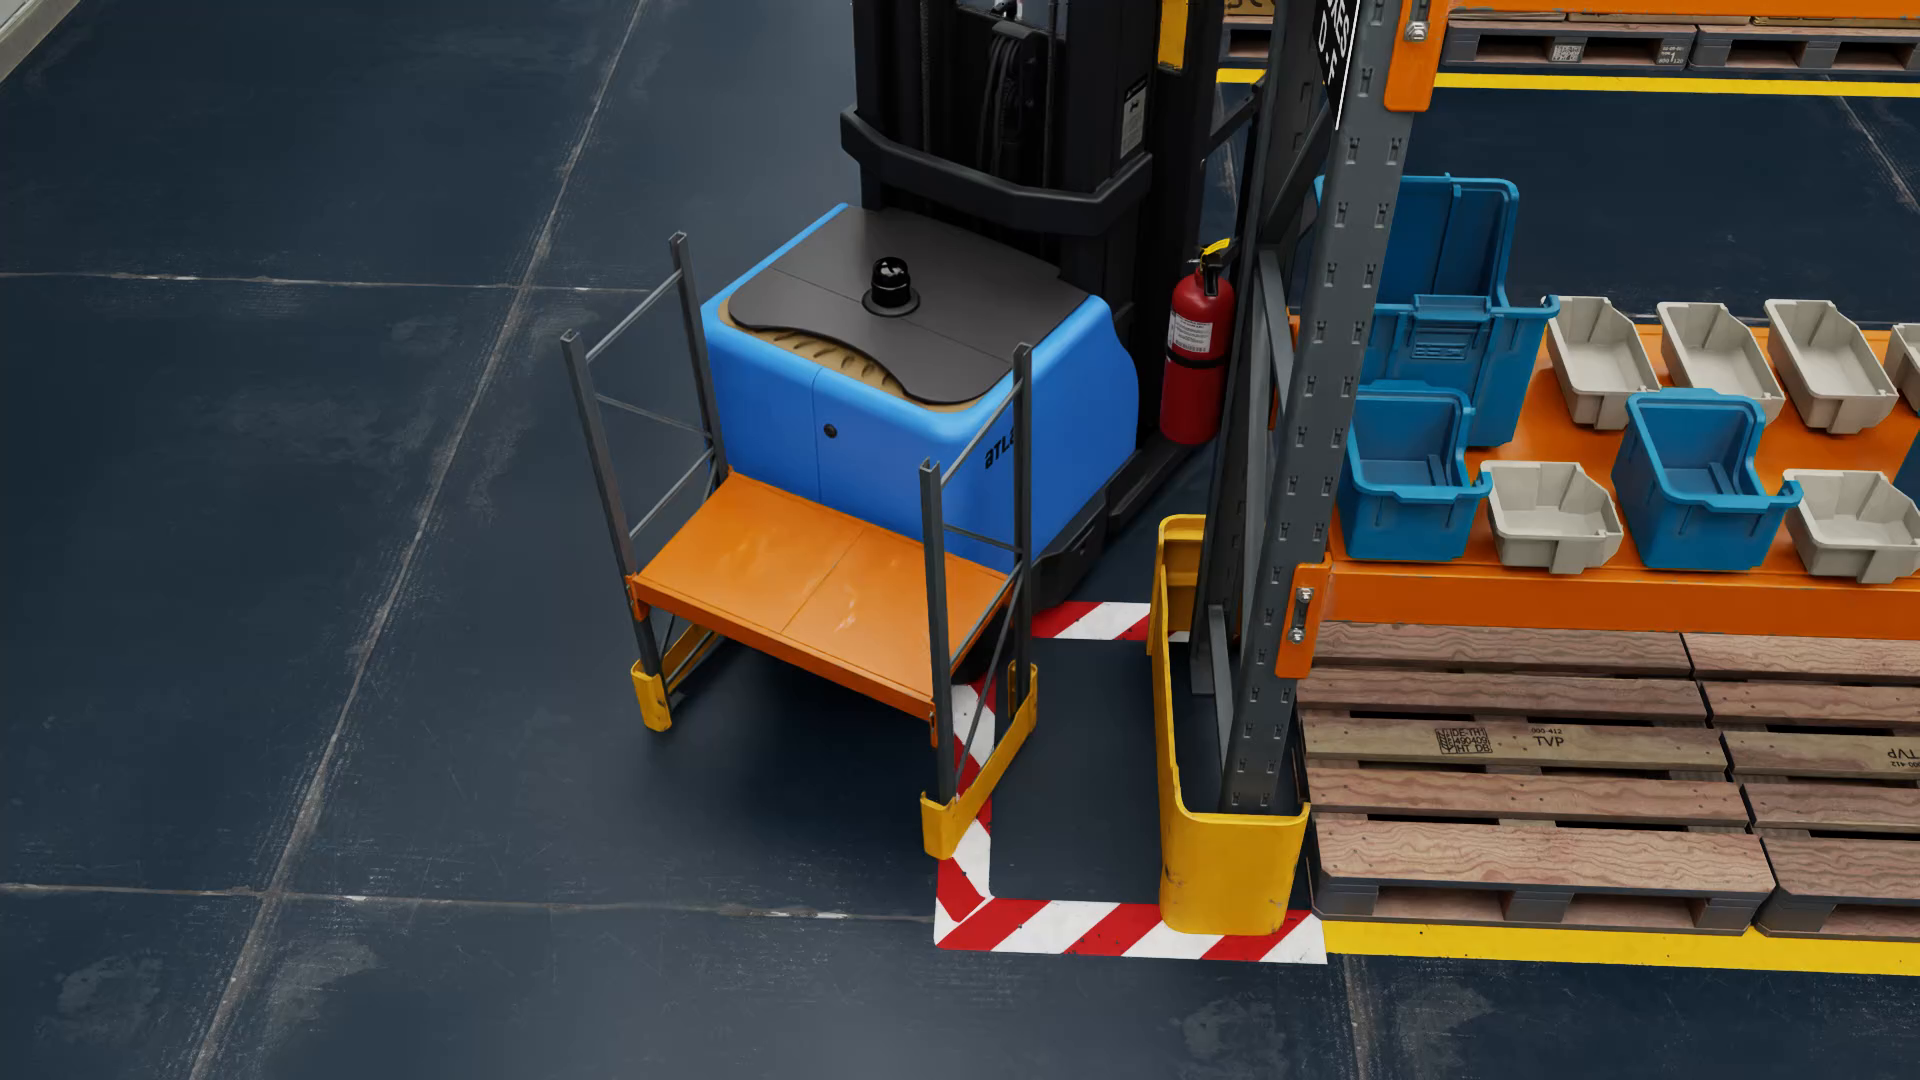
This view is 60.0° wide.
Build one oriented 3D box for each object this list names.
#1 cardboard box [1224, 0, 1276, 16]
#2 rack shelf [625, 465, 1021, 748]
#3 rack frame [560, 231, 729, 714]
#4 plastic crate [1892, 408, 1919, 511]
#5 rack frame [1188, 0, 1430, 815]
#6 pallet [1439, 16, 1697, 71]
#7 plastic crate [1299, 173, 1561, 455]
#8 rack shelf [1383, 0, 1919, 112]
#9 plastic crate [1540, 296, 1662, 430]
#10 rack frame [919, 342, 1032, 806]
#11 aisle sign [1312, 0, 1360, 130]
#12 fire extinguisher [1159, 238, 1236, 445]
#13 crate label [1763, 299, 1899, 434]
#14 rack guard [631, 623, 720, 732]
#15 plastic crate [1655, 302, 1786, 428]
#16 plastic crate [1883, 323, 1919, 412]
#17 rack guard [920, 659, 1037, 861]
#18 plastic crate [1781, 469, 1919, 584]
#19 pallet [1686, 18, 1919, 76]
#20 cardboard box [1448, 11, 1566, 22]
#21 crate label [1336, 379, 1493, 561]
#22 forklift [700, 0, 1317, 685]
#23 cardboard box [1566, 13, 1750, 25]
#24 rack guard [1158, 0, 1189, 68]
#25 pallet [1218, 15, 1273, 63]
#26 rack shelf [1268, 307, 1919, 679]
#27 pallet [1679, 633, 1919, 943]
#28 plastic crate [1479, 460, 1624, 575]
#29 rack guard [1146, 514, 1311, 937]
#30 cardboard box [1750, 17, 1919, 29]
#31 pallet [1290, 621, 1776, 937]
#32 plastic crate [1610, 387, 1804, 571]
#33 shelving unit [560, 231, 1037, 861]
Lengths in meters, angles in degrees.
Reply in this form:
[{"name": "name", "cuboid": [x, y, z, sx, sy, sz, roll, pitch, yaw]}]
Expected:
[{"name": "cardboard box", "cuboid": [1.644, -3.200, 8.235, 0.875, 0.875, 0.875, 2, 43, 2]}, {"name": "rack shelf", "cuboid": [-0.378, 0.165, 4.712, 1.000, 0.185, 0.538, 21, 50, 21]}, {"name": "rack frame", "cuboid": [-0.828, -0.127, 4.763, 0.032, 1.500, 0.500, 21, 50, 21]}, {"name": "plastic crate", "cuboid": [2.325, -0.105, 3.741, 0.300, 0.233, 0.416, 2, 43, 2]}, {"name": "rack frame", "cuboid": [0.778, -0.416, 3.996, 0.127, 3.000, 1.000, 2, 43, 2]}, {"name": "pallet", "cuboid": [3.019, -2.758, 8.556, 1.213, 0.211, 1.003, 2, 43, 2]}, {"name": "plastic crate", "cuboid": [1.121, -0.568, 4.089, 0.499, 0.435, 0.616, 2, 43, 2]}, {"name": "rack shelf", "cuboid": [2.776, -1.189, 3.153, 4.000, 0.370, 1.077, 2, 43, 2]}, {"name": "plastic crate", "cuboid": [1.601, -0.440, 4.171, 0.243, 0.136, 0.396, 2, 43, 2]}, {"name": "rack frame", "cuboid": [0.062, 0.207, 4.403, 0.032, 1.500, 0.500, 21, 50, 21]}, {"name": "aisle sign", "cuboid": [0.693, -1.167, 2.895, 0.004, 0.787, 0.394, 2, 43, 2]}, {"name": "fire extinguisher", "cuboid": [0.648, -0.566, 4.487, 0.183, 0.674, 0.296, 2, 43, 2]}, {"name": "crate label", "cuboid": [2.169, -0.429, 4.160, 0.243, 0.136, 0.396, 2, 43, 2]}, {"name": "rack guard", "cuboid": [-0.810, 0.309, 5.211, 0.087, 0.250, 0.587, 21, 50, 21]}, {"name": "plastic crate", "cuboid": [1.890, -0.421, 4.151, 0.243, 0.136, 0.396, 2, 43, 2]}, {"name": "plastic crate", "cuboid": [2.466, -0.433, 4.164, 0.250, 0.136, 0.298, 2, 43, 2]}, {"name": "rack guard", "cuboid": [0.063, 0.636, 4.859, 0.087, 0.250, 0.587, 21, 50, 21]}, {"name": "plastic crate", "cuboid": [2.004, -0.023, 3.723, 0.298, 0.136, 0.250, 2, 43, 2]}, {"name": "pallet", "cuboid": [4.241, -2.722, 8.518, 1.213, 0.211, 1.003, 2, 43, 2]}, {"name": "cardboard box", "cuboid": [2.553, -3.172, 8.205, 0.875, 0.875, 0.875, 2, 43, 2]}, {"name": "crate label", "cuboid": [1.010, -0.145, 3.784, 0.303, 0.233, 0.416, 2, 43, 2]}, {"name": "forklift", "cuboid": [0.419, -1.598, 5.315, 1.130, 2.935, 3.031, 24, 48, 24]}, {"name": "cardboard box", "cuboid": [3.442, -3.145, 8.176, 0.875, 0.875, 0.875, 2, 43, 2]}, {"name": "rack guard", "cuboid": [0.977, -2.875, 8.470, 0.348, 0.500, 1.175, 2, 43, 2]}, {"name": "pallet", "cuboid": [1.803, -2.797, 8.598, 1.213, 0.211, 1.003, 2, 43, 2]}, {"name": "rack shelf", "cuboid": [2.776, -0.092, 4.176, 4.000, 0.370, 1.077, 2, 43, 2]}, {"name": "pallet", "cuboid": [2.816, 0.695, 4.849, 1.213, 0.211, 1.003, 2, 43, 2]}, {"name": "plastic crate", "cuboid": [1.327, -0.044, 3.746, 0.298, 0.136, 0.250, 2, 43, 2]}, {"name": "rack guard", "cuboid": [0.753, 0.506, 4.840, 0.348, 0.500, 1.175, 2, 43, 2]}, {"name": "cardboard box", "cuboid": [4.341, -3.117, 8.146, 0.875, 0.875, 0.875, 2, 43, 2]}, {"name": "pallet", "cuboid": [1.600, 0.656, 4.891, 1.213, 0.211, 1.003, 2, 43, 2]}, {"name": "plastic crate", "cuboid": [1.668, -0.125, 3.762, 0.300, 0.233, 0.416, 2, 43, 2]}, {"name": "shelving unit", "cuboid": [-0.391, 0.037, 4.586, 1.083, 1.500, 0.587, 21, 50, 21]}]
